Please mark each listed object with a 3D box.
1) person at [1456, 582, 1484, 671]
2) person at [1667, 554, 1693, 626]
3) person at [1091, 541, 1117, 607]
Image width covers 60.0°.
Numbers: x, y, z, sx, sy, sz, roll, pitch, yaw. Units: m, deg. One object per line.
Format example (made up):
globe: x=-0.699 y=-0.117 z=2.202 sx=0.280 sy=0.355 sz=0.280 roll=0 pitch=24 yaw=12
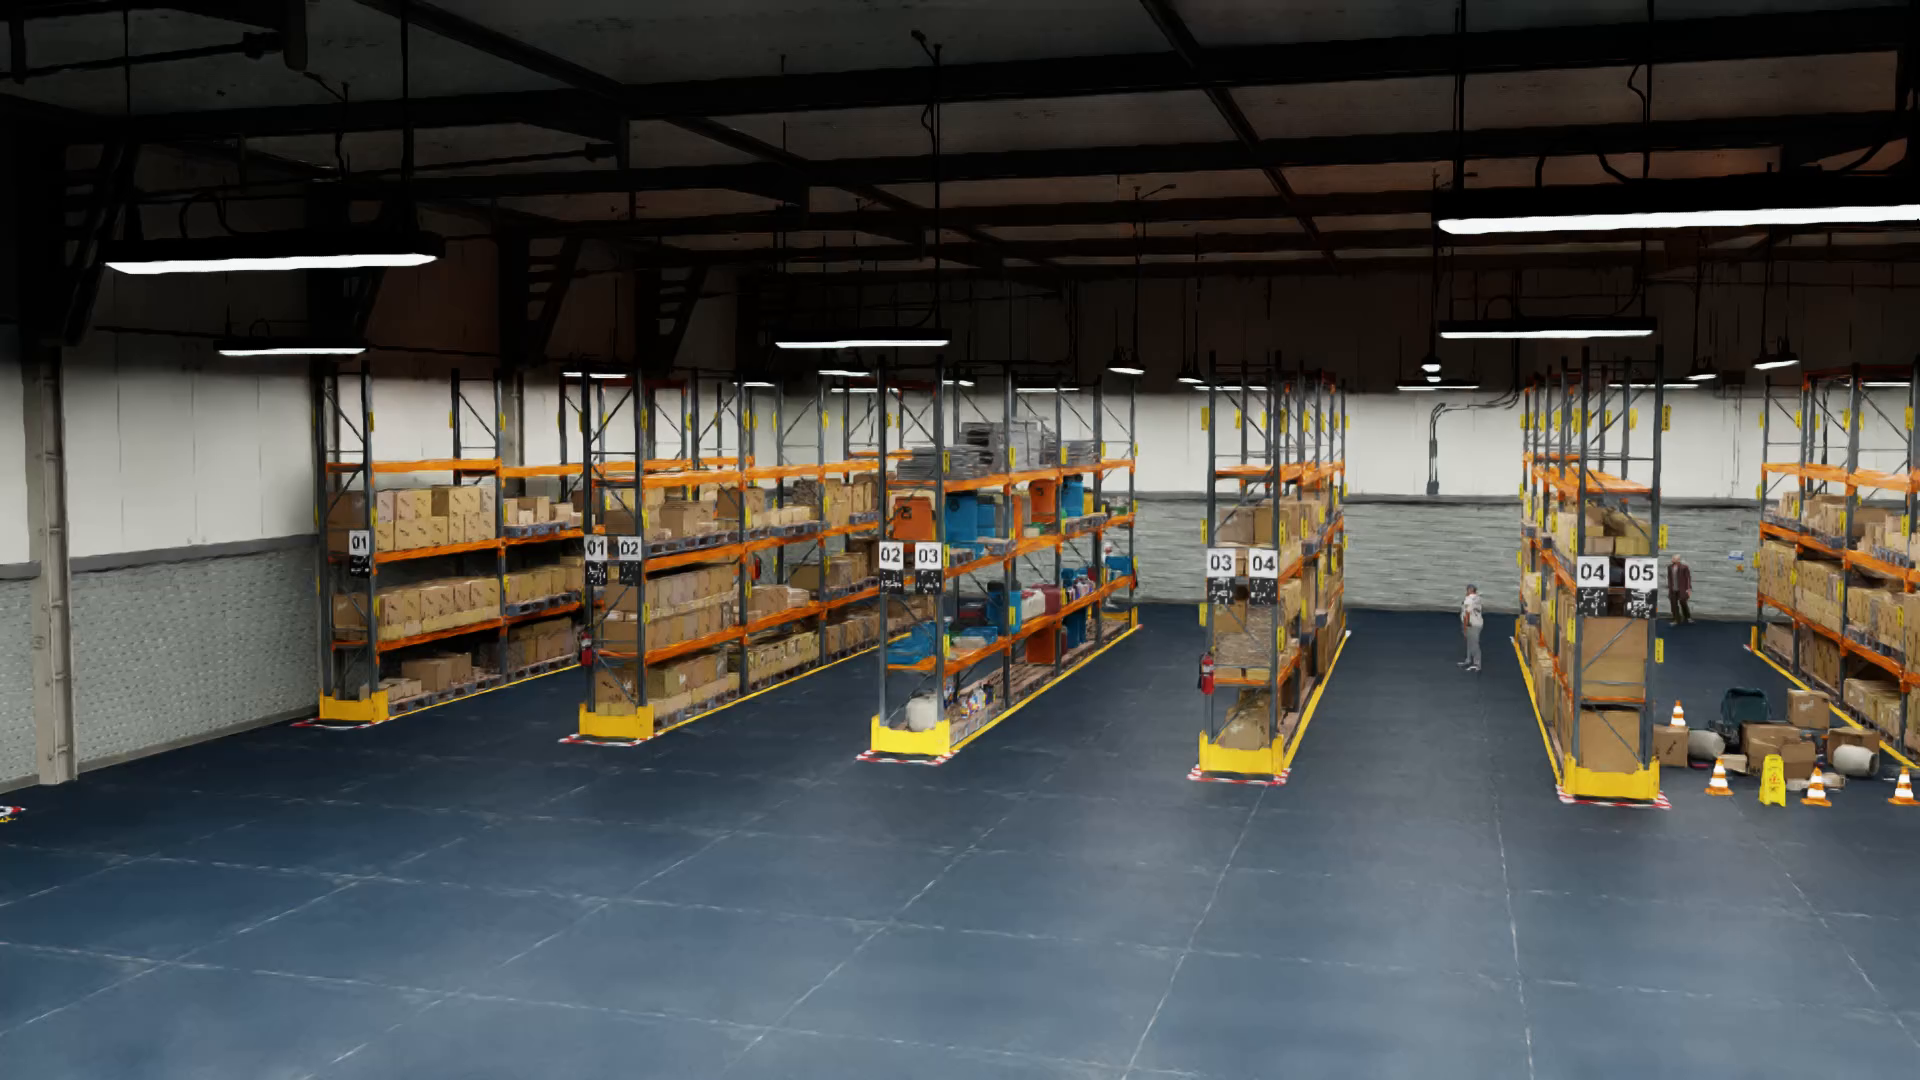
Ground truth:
person: x=10.270 y=1.723 z=33.464 sx=0.600 sy=1.744 sz=0.657 roll=3 pitch=5 yaw=35
person: x=17.670 y=1.210 z=40.779 sx=0.604 sy=1.770 sz=0.622 roll=-3 pitch=5 yaw=-38
person: x=3.856 y=0.926 z=44.692 sx=0.718 sy=1.781 sz=0.488 roll=-2 pitch=5 yaw=-31
